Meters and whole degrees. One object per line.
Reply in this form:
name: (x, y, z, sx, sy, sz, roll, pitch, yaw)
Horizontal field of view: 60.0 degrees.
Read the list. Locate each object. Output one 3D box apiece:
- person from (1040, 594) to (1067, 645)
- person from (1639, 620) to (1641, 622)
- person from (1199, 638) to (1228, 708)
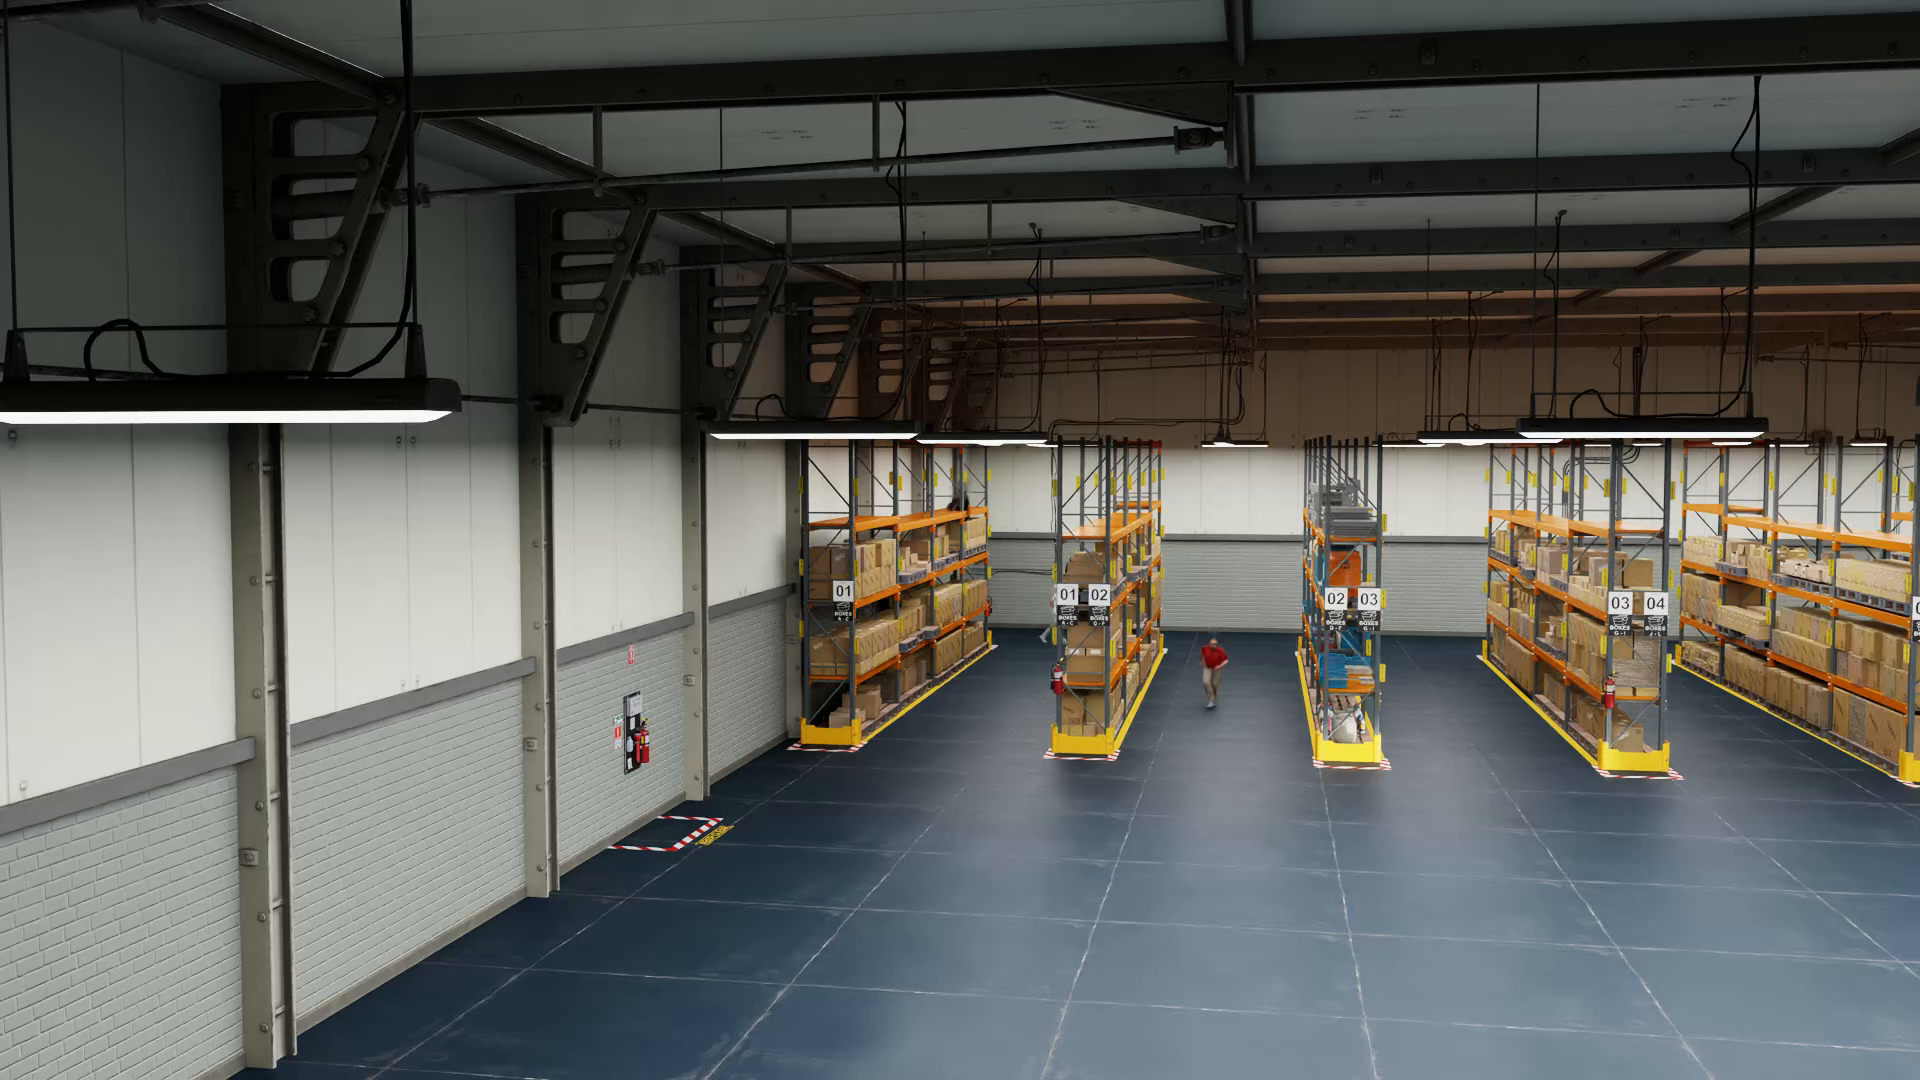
person: (2.902, 2.183, 48.869, 1.087, 1.713, 0.690, 2, 4, 29)
person: (18.791, 2.403, 46.475, 0.526, 1.601, 0.684, 1, 3, 21)
person: (5.662, 2.922, 37.144, 0.684, 1.566, 1.062, 1, 3, 14)
